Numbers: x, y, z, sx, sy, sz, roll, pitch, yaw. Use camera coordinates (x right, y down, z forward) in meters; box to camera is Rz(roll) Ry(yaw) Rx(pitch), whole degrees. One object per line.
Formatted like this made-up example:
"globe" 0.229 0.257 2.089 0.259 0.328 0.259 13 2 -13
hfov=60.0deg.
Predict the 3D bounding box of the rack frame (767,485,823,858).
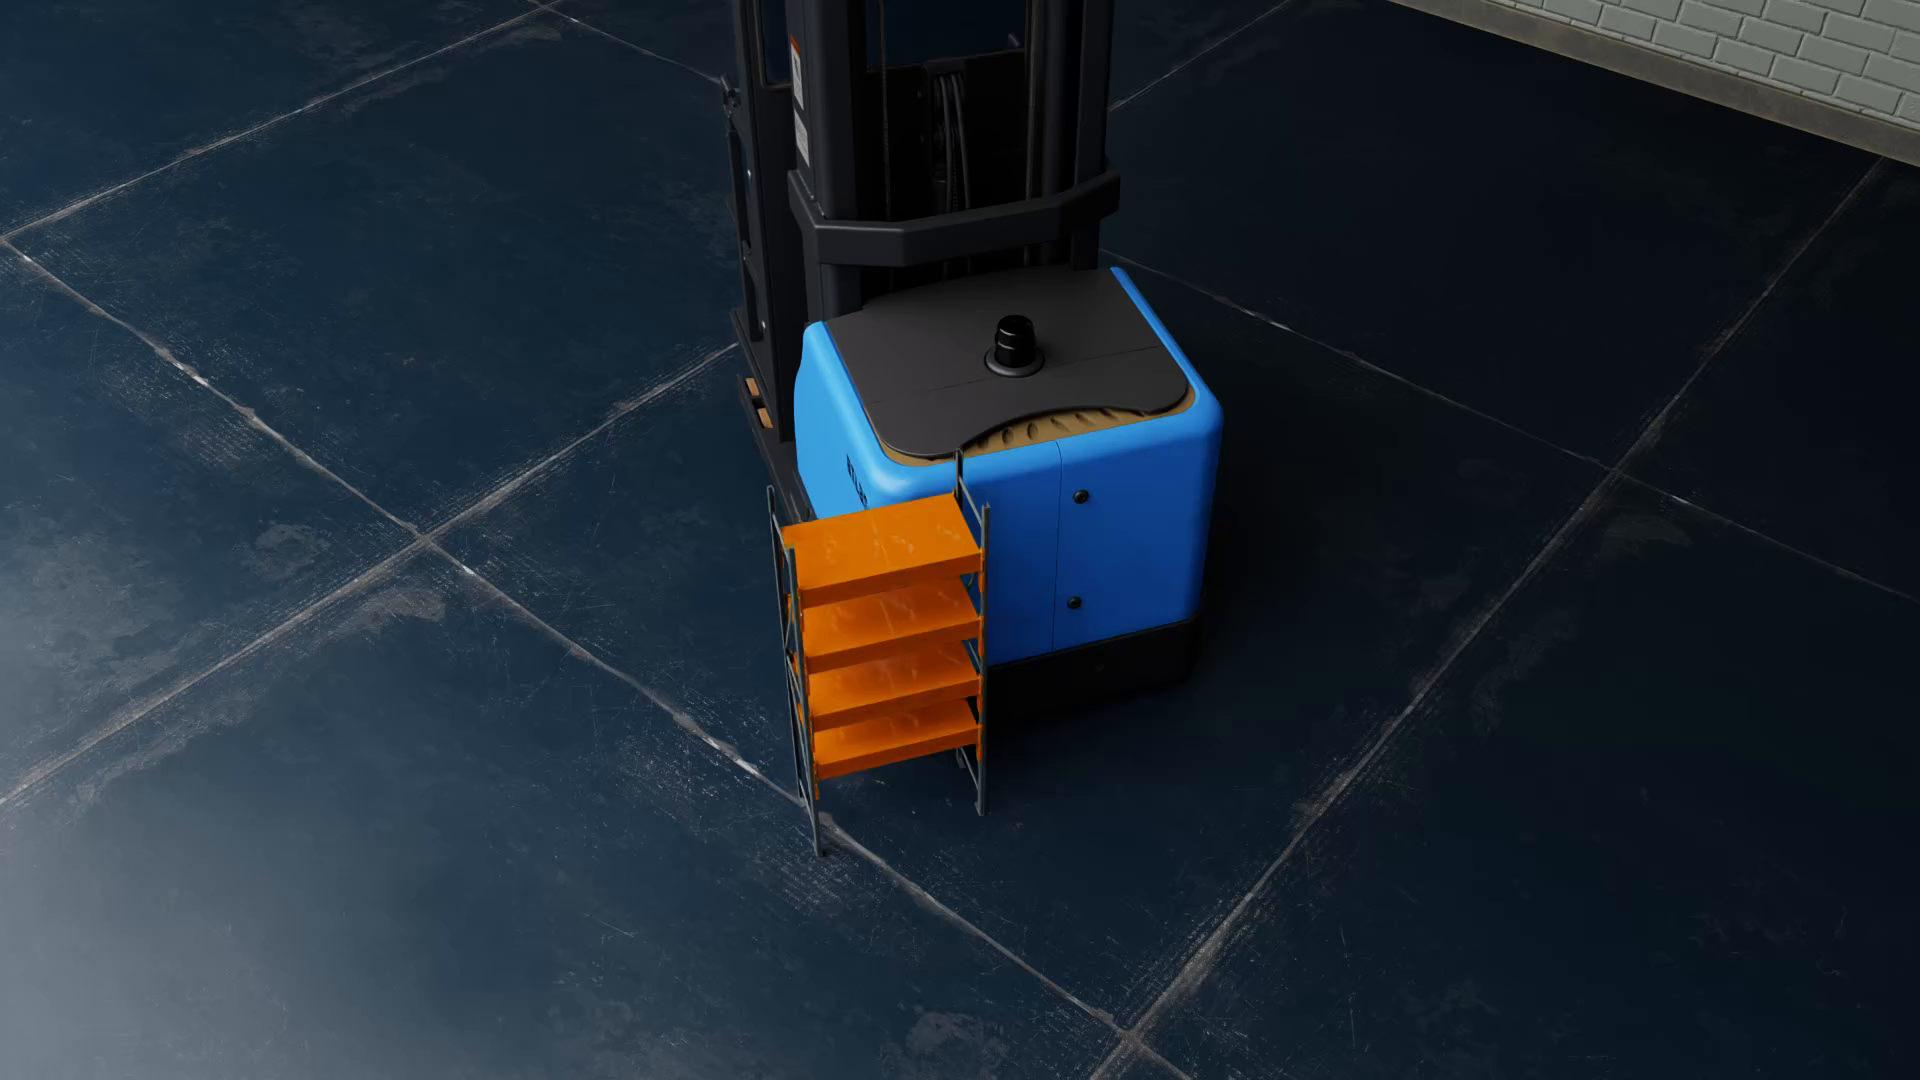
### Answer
"rack frame" -0.436 0.386 4.433 0.015 1.200 0.240 -12 44 -13

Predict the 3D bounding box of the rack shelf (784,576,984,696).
"rack shelf" -0.202 0.222 4.381 0.480 0.148 0.258 -12 44 -13

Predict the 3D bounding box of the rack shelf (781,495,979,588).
"rack shelf" -0.202 0.018 4.196 0.457 0.050 0.221 -12 44 -13

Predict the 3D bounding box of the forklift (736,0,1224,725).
"forklift" -0.024 -1.111 4.840 1.129 2.867 1.939 -12 44 -13

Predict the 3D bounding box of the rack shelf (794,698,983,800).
"rack shelf" -0.203 0.534 4.666 0.480 0.148 0.258 -12 44 -13

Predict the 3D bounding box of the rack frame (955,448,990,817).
"rack frame" 0.030 0.288 4.541 0.015 1.200 0.240 -12 44 -13
